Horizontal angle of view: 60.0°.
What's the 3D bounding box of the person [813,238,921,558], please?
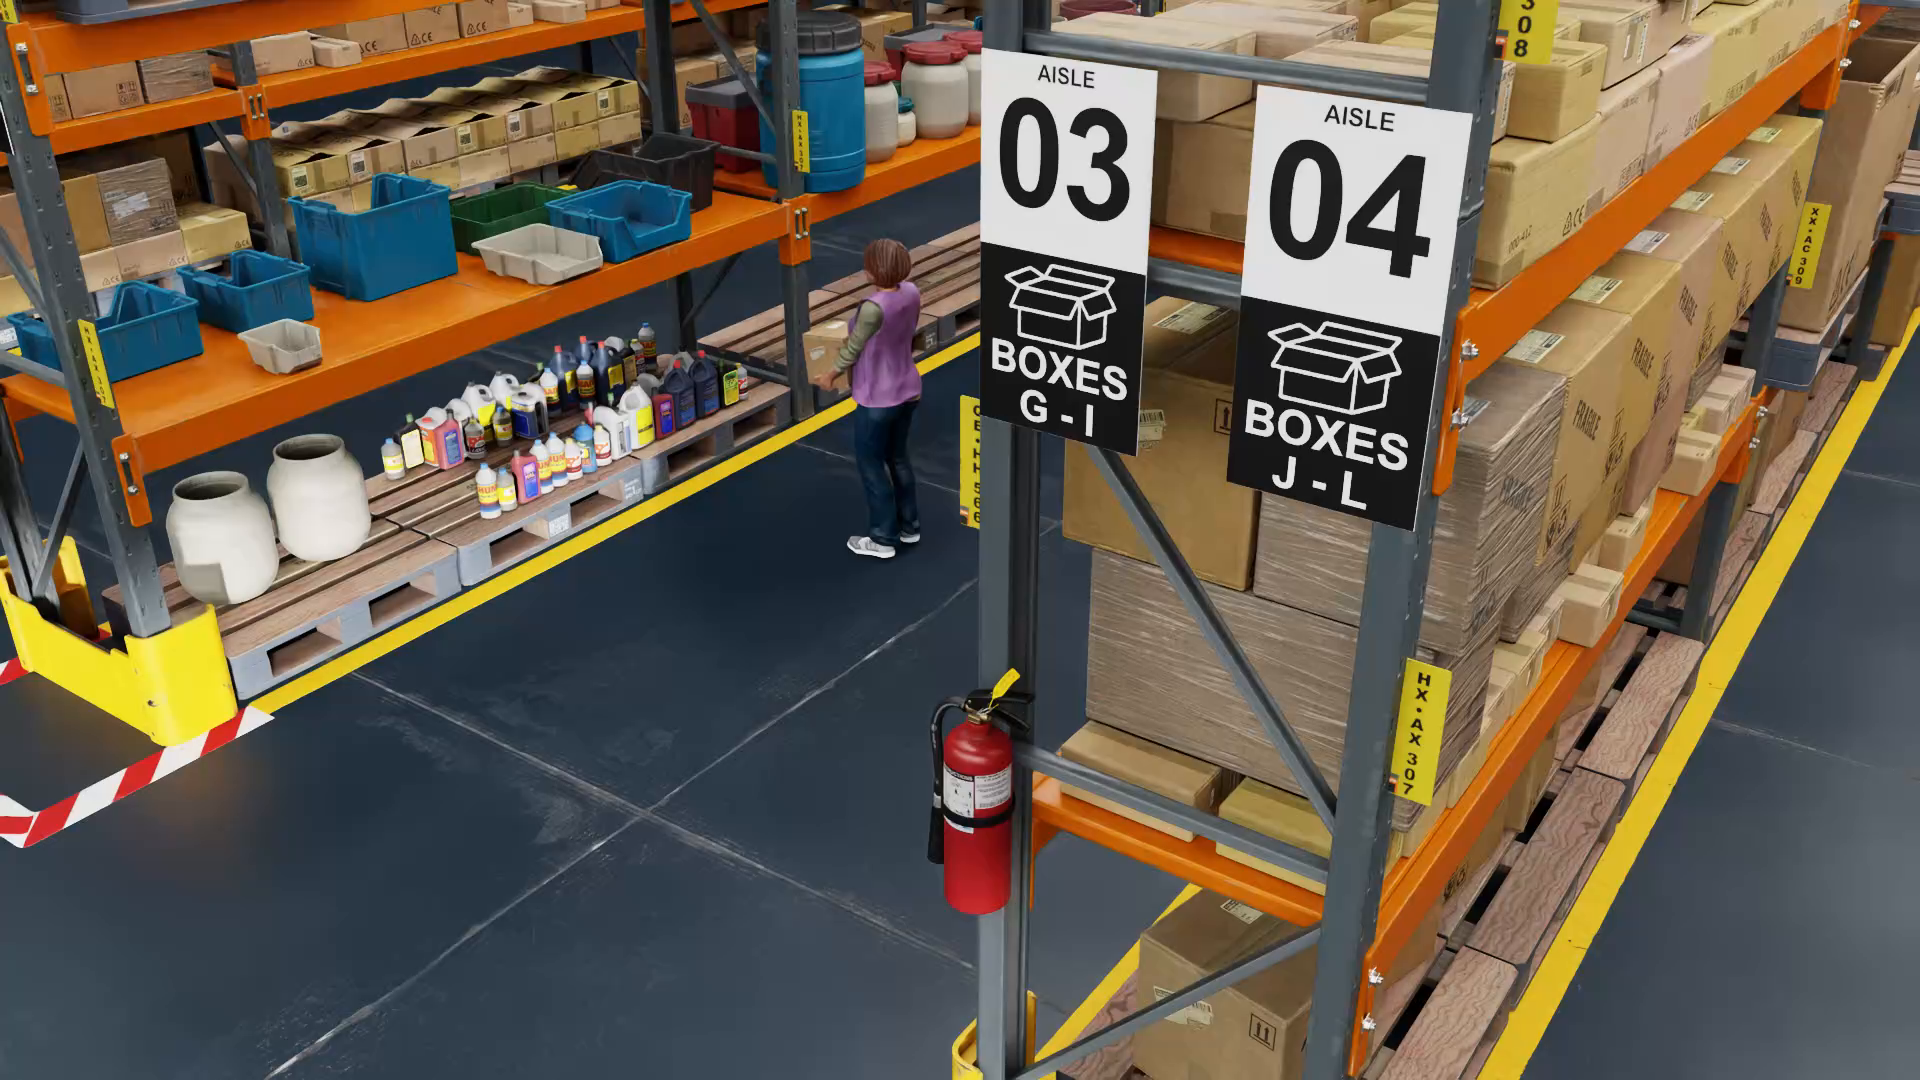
[{"bbox_3d":[-0.431,-0.698,7.985,0.485,1.596,0.401,18,32,31],"label":"person"}]
